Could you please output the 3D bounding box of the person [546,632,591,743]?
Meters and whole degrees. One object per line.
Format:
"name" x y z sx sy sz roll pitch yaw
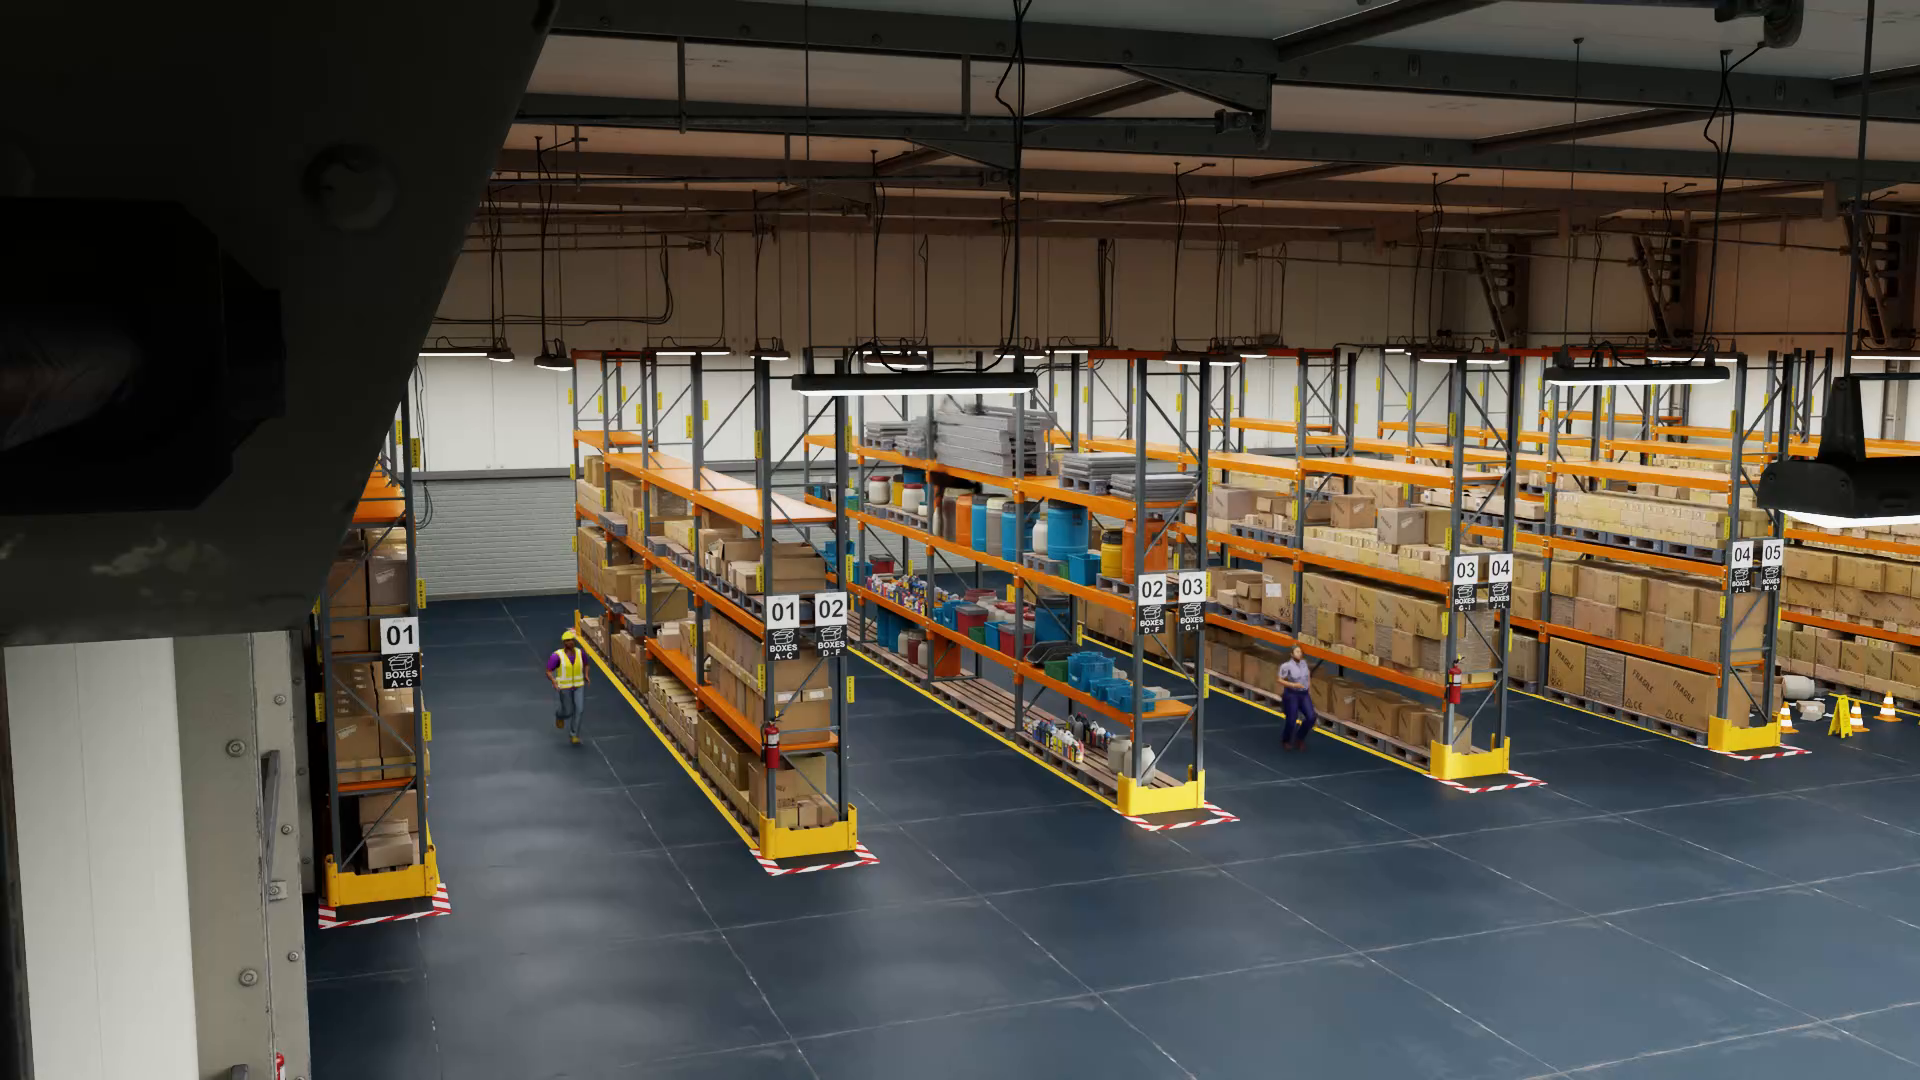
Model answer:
"person" -6.060 2.276 25.848 0.710 1.734 0.723 -5 8 -32

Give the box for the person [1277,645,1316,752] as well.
"person" 5.093 2.410 25.155 0.667 1.621 0.604 -3 8 -23
